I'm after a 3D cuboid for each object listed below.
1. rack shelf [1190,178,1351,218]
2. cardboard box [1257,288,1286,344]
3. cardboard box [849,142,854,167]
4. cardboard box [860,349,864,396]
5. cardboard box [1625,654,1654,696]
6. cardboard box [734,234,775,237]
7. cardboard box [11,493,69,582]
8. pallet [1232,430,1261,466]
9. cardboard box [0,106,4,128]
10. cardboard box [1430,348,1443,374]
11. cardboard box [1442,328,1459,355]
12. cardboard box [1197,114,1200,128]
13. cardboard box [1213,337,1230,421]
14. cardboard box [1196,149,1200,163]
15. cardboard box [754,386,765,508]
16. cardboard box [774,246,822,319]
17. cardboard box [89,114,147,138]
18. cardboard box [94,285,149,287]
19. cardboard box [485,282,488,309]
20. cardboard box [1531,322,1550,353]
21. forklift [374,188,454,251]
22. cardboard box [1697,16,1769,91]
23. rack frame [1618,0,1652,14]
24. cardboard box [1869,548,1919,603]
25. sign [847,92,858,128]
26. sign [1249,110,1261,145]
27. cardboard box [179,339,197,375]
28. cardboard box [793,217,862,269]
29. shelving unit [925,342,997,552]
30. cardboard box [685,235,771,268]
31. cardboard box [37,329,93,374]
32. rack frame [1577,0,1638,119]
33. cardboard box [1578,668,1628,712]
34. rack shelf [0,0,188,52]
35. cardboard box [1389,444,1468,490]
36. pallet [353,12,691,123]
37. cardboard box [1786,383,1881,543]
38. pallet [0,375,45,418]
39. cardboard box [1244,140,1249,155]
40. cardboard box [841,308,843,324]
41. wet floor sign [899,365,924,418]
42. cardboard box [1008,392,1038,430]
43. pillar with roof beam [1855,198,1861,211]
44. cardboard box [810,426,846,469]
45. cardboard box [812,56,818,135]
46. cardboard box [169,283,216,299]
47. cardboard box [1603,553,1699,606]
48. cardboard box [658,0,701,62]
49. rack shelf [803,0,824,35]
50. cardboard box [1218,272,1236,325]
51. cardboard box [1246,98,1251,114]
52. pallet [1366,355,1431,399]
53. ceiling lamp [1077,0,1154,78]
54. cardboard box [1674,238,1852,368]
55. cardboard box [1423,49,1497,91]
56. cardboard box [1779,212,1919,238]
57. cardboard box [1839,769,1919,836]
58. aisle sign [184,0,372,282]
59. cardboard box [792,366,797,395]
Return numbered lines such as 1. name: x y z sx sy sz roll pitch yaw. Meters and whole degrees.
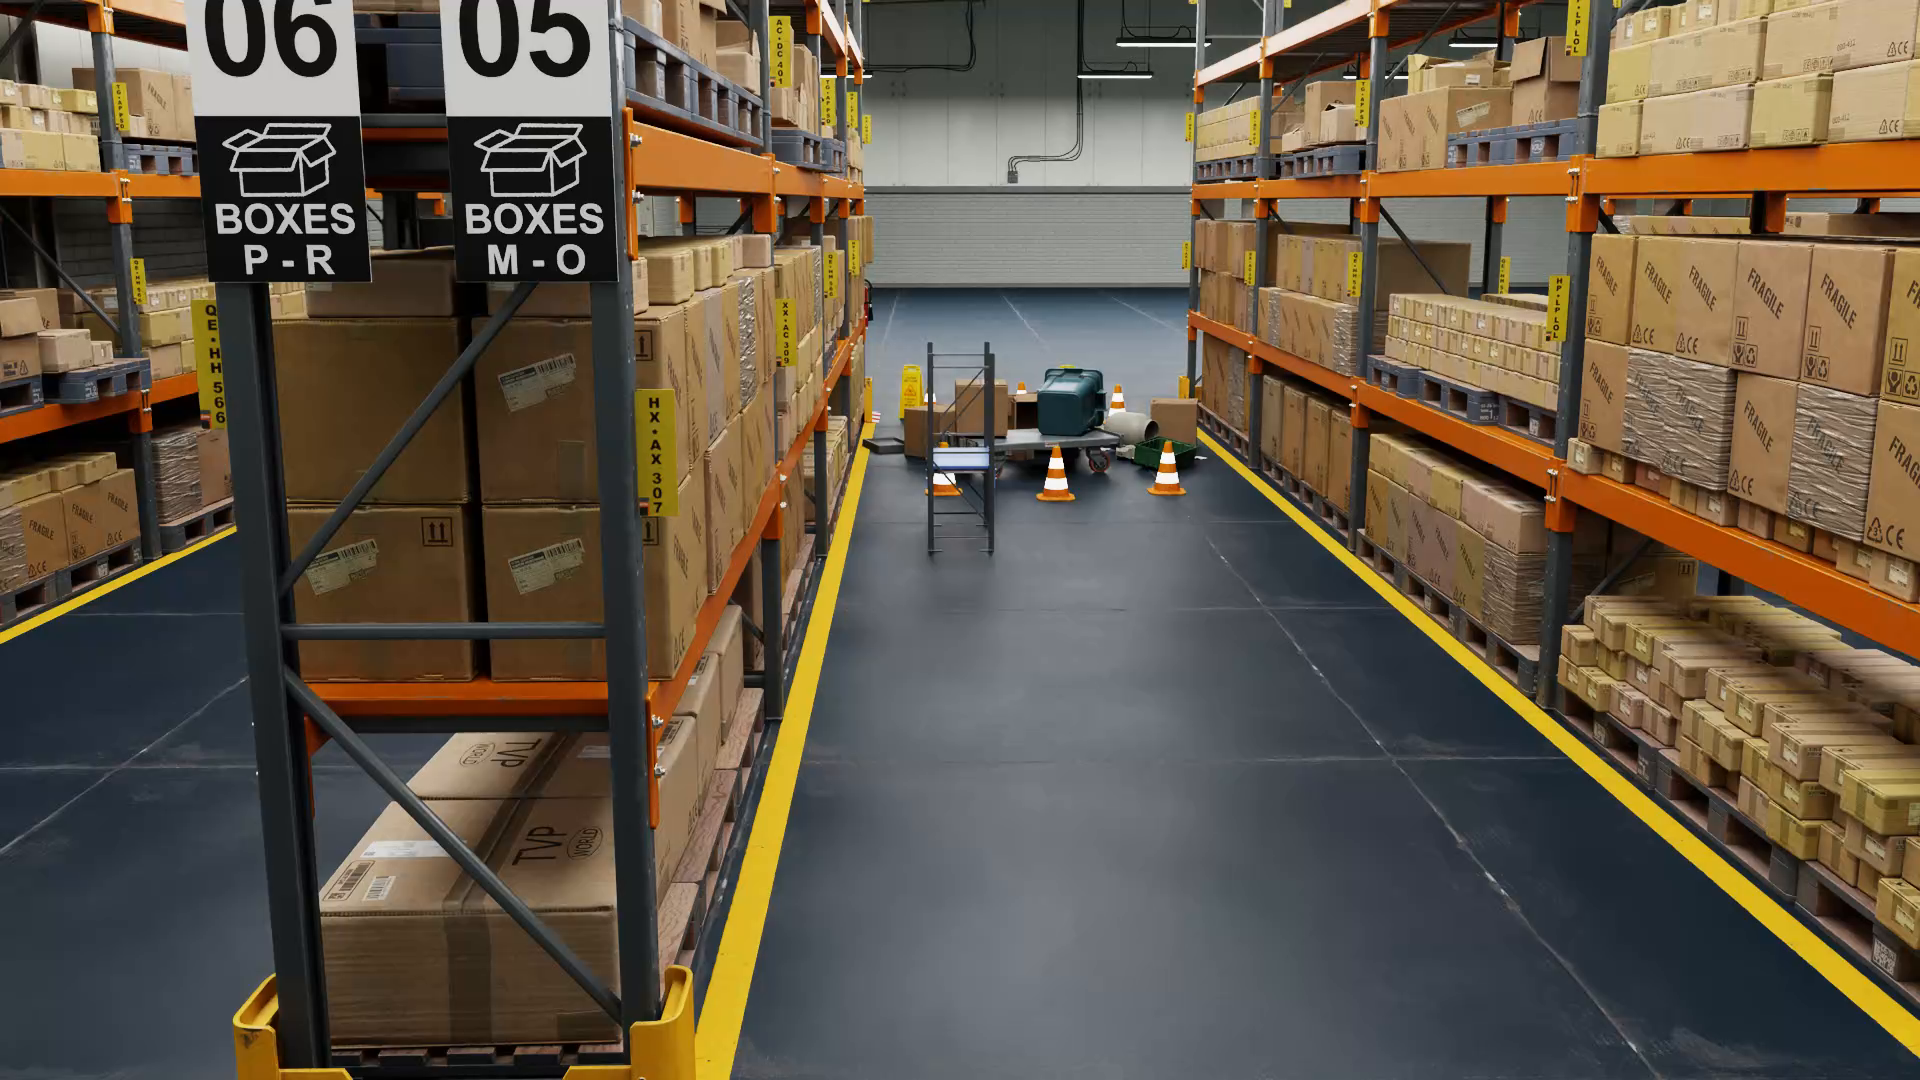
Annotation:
1. rack shelf: 3.332 -3.697 18.004 1.077 0.370 4.000 0 11 -1
2. cardboard box: 3.116 -2.125 15.740 0.500 0.500 0.500 0 11 -1
3. cardboard box: -1.328 -3.875 16.700 0.500 0.250 0.500 0 11 -2
4. cardboard box: -1.364 -1.901 18.857 0.500 0.500 0.500 0 11 1
5. cardboard box: 3.363 0.625 7.798 0.380 0.149 0.250 0 11 -1
6. cardboard box: -1.917 -2.765 15.458 0.380 0.149 0.250 0 11 -1
7. cardboard box: -6.216 -0.019 10.841 0.500 0.500 0.500 0 11 1
8. pallet: 3.436 -0.967 17.295 1.003 0.211 1.213 0 11 -1
9. cardboard box: -6.235 -2.645 10.382 0.380 0.149 0.250 0 11 -1
10. cardboard box: 3.290 -1.166 10.840 0.380 0.149 0.250 0 11 1
11. cardboard box: 3.294 -1.263 10.565 0.380 0.149 0.250 0 11 -2
12. cardboard box: 2.980 -4.902 19.452 0.380 0.149 0.250 0 11 -1
13. cardboard box: 3.392 -1.832 18.834 0.875 0.875 0.875 0 11 -2
14. cardboard box: 2.978 -4.509 19.523 0.380 0.149 0.250 0 11 -1
15. cardboard box: -1.126 -0.407 7.270 0.500 0.500 0.500 -1 11 -3
16. cardboard box: -1.218 -1.784 11.541 0.500 0.500 0.500 -1 11 -3
17. cardboard box: -6.157 -3.006 12.069 0.380 0.166 0.250 0 11 -1
18. cardboard box: -6.726 -1.960 13.294 0.380 0.149 0.250 0 11 -1
19. cardboard box: -1.132 -0.737 4.748 0.380 0.149 0.250 0 11 0
20. cardboard box: 3.329 -1.098 9.009 0.380 0.149 0.250 -1 11 -3
21. forklift: -3.402 -1.244 11.820 1.130 2.935 3.031 -1 11 -3
22. cardboard box: 3.311 -1.938 6.641 0.500 0.250 0.500 0 11 0
23. rack frame: 8.252 -5.918 19.595 1.000 3.000 0.127 0 11 -1
24. cardboard box: 3.316 0.113 5.591 0.380 0.149 0.250 0 11 0
25. sign: -1.018 -4.061 15.697 0.100 0.325 0.005 0 11 -1
26. sign: 2.819 -3.942 15.900 0.100 0.325 0.005 0 11 -1
27. cardboard box: -6.223 -1.441 12.995 0.500 0.250 0.500 0 11 -2
28. cardboard box: -1.354 -3.016 16.869 0.700 0.500 0.500 0 11 -1
29. shelving unit: -0.002 -0.752 12.994 0.538 1.500 1.048 0 11 -1
30. cardboard box: -1.083 -1.348 7.764 0.380 0.149 0.250 0 11 -2
31. cardboard box: -6.108 -1.249 10.994 0.500 0.250 0.500 -1 11 -4
32. rack frame: 3.539 -3.532 7.836 1.000 3.000 0.127 0 11 -1
33. cardboard box: 3.231 0.726 8.050 0.380 0.149 0.250 0 11 1
34. rack shelf: -6.494 -4.115 13.522 1.077 0.370 4.000 0 11 -1
35. cardboard box: 3.239 -0.496 11.306 0.500 0.250 0.500 0 11 -2
36. pallet: -1.351 -1.330 4.751 1.003 0.211 1.213 0 11 -1
37. cardboard box: 3.330 -0.283 5.910 0.500 0.500 0.500 0 11 -1
38. pallet: -6.408 -0.845 10.162 1.003 0.211 1.213 0 11 -1
39. cardboard box: 3.041 -3.905 16.543 0.380 0.149 0.250 0 11 0
40. cardboard box: -1.257 -2.020 15.045 0.380 0.149 0.250 0 11 -2
41. wet floor sign: -0.590 -1.825 20.433 0.267 0.644 0.232 4 12 18
42. cardboard box: 0.912 -1.375 18.569 0.797 0.503 0.637 -10 15 -40
43. pillar with roof beam: 19.188 -10.596 42.656 9.100 9.000 0.548 0 11 -1
44. cardboard box: -1.541 -0.813 15.073 0.950 0.372 0.625 0 11 2
45. cardboard box: -1.280 -2.875 10.836 0.700 0.500 0.500 -1 11 -4
46. cardboard box: -6.202 -2.013 13.556 0.380 0.149 0.250 0 11 0
47. cardboard box: 3.789 0.279 9.368 0.500 0.500 0.500 0 11 1
48. cardboard box: -1.217 -1.931 5.932 0.500 0.500 0.500 0 11 0
49. rack shelf: -1.449 -3.341 9.707 1.077 0.370 4.000 0 11 -1
50. cardboard box: 3.316 -2.651 18.204 0.875 0.550 0.500 0 11 -1
51. cardboard box: 3.043 -4.296 16.466 0.380 0.149 0.250 0 11 -1
52. pallet: 3.578 -1.152 11.674 1.213 0.211 1.003 0 11 -1
53. ceiling lamp: 4.092 -13.820 43.864 2.000 3.185 0.800 0 11 -1
54. cardboard box: 3.310 -0.983 6.844 0.500 0.500 0.500 0 11 0
55. cardboard box: 3.245 -3.047 10.811 0.396 0.266 0.258 0 11 -1
56. cardboard box: 8.211 -2.524 15.389 1.000 1.000 1.000 0 11 -1
57. cardboard box: 3.277 0.898 5.707 0.380 0.149 0.250 0 11 -2
58. aisle sign: -1.634 -1.015 3.978 0.394 0.787 0.004 0 11 -1
59. cardboard box: -1.174 -0.915 9.145 0.500 0.250 0.500 0 11 0
